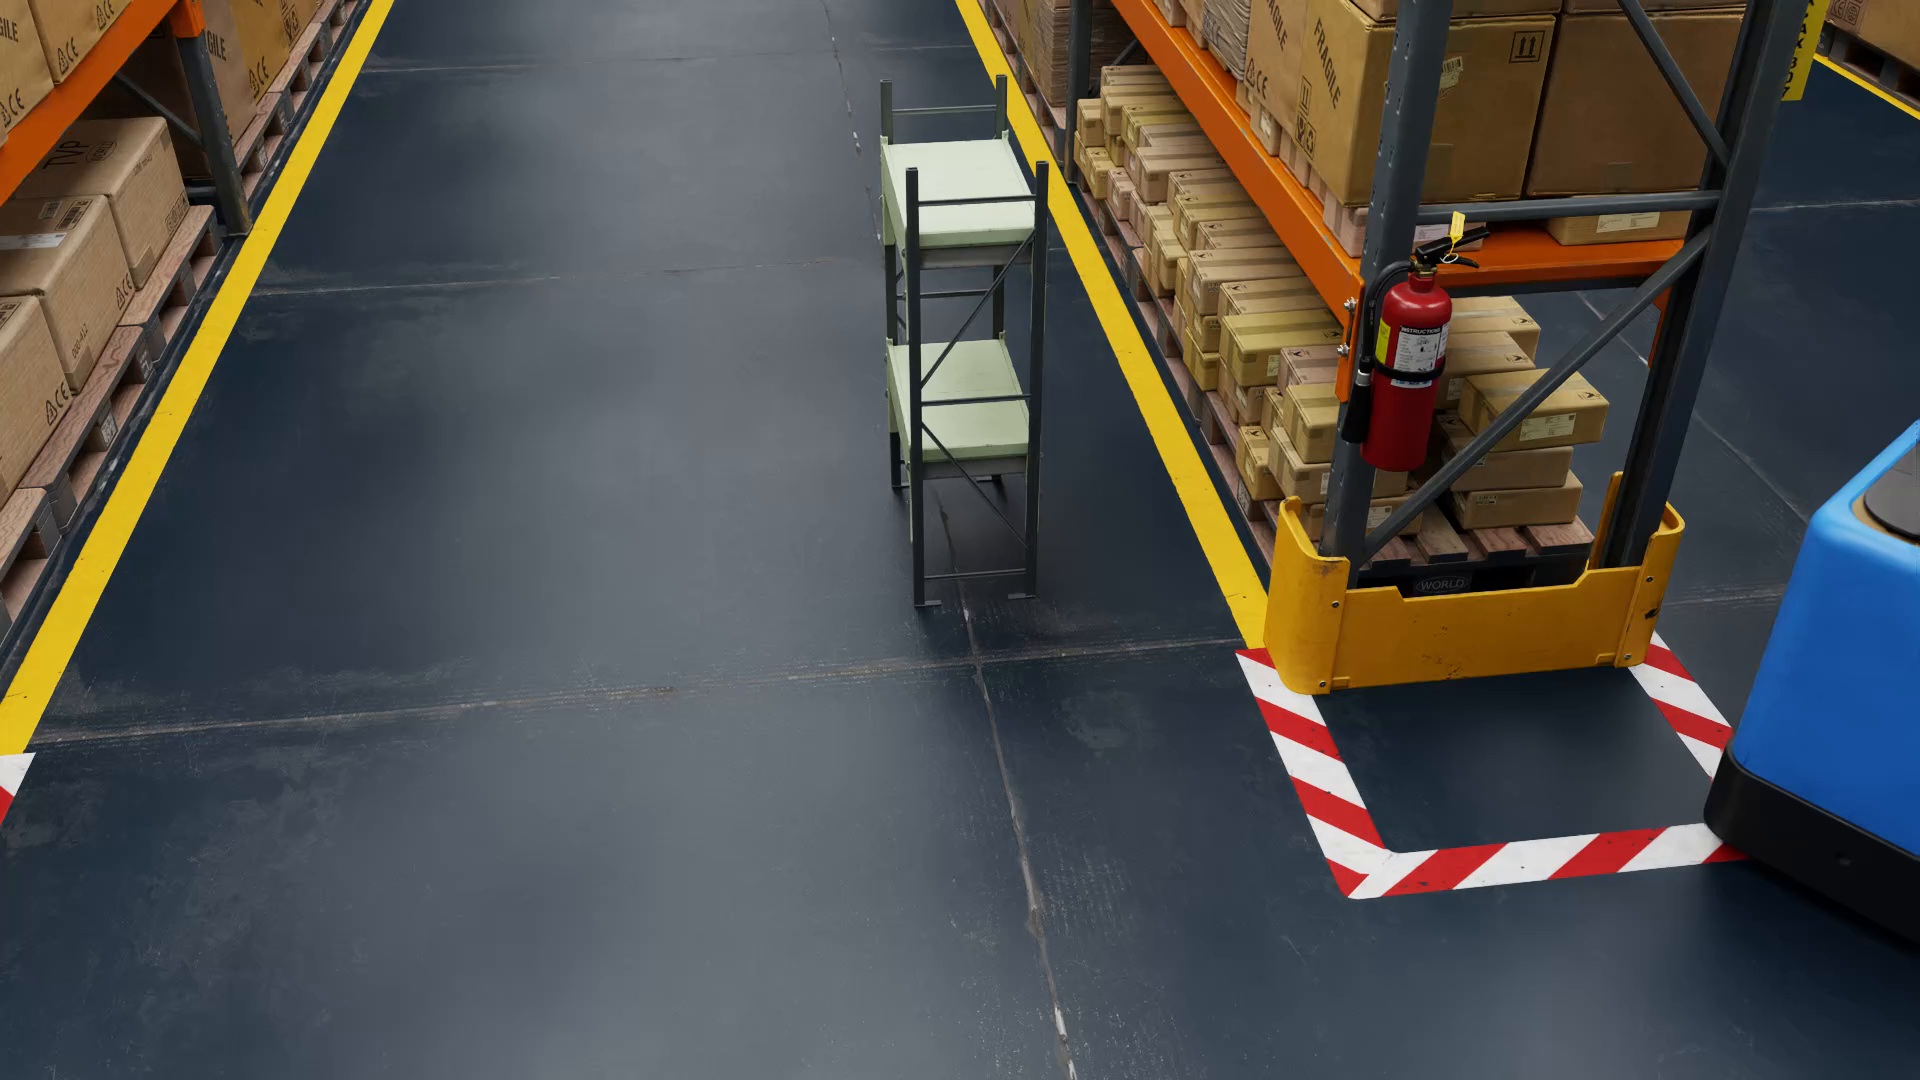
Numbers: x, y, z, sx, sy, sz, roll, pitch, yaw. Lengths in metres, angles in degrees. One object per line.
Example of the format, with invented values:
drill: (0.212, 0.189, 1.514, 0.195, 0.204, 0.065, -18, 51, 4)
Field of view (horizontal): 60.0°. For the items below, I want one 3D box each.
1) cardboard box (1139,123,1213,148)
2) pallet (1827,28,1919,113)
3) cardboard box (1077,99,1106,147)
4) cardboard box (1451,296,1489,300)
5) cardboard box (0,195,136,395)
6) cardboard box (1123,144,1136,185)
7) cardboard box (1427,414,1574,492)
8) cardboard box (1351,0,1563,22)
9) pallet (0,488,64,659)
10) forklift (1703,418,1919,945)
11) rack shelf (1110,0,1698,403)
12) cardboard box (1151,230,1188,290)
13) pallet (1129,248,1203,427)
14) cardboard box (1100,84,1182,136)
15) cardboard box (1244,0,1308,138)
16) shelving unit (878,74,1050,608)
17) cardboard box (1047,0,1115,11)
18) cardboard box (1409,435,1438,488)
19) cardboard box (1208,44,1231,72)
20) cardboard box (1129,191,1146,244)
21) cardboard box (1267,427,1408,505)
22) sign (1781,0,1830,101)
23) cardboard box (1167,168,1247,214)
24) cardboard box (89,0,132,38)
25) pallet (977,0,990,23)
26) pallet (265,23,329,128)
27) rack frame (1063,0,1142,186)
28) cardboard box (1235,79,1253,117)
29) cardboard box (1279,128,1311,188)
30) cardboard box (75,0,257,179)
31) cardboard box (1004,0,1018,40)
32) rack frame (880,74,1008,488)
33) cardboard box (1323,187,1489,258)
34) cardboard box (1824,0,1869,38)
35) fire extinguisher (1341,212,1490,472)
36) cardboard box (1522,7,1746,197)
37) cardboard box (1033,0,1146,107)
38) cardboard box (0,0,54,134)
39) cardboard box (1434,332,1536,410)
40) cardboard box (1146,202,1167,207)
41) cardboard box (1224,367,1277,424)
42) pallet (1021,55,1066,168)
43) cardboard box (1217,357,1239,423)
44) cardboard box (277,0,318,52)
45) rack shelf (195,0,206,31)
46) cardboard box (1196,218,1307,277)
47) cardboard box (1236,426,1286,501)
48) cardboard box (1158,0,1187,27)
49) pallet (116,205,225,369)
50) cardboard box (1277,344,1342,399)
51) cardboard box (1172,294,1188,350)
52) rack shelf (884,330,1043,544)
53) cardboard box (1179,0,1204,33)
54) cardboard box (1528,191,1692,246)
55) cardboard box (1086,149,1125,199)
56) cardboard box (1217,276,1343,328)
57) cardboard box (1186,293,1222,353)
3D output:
cardboard box: (0.990, -1.687, 7.192, 0.380, 0.149, 0.250, -5, 35, -8)
pallet: (5.780, -2.685, 9.502, 1.003, 0.211, 1.213, -4, 35, -6)
cardboard box: (0.762, -1.985, 7.893, 0.380, 0.149, 0.250, -3, 34, -4)
cardboard box: (1.655, -0.847, 5.960, 0.380, 0.149, 0.250, -6, 35, -9)
cardboard box: (-3.762, -0.918, 6.336, 0.875, 0.438, 0.875, -5, 35, -8)
cardboard box: (0.953, -1.717, 7.501, 0.380, 0.149, 0.250, -5, 35, -7)
cardboard box: (1.752, -0.291, 5.408, 0.380, 0.149, 0.250, -3, 34, -4)
cardboard box: (1.260, -1.675, 4.303, 0.500, 0.500, 0.500, -5, 35, -7)
pallet: (-3.509, 0.283, 5.148, 1.003, 0.211, 1.213, -4, 35, -6)
forklift: (3.426, -0.765, 4.270, 3.031, 2.935, 1.130, -29, 43, -35)
rack shelf: (1.299, -1.680, 6.190, 1.077, 0.370, 4.000, -4, 35, -6)
cardboard box: (0.979, -1.126, 6.633, 0.380, 0.149, 0.250, -4, 34, -6)
pallet: (1.323, -0.886, 6.863, 1.003, 0.211, 1.213, -4, 35, -6)
cardboard box: (0.849, -1.968, 7.605, 0.380, 0.149, 0.250, -3, 34, -4)
cardboard box: (1.188, -1.544, 4.999, 0.500, 0.500, 0.500, -5, 35, -7)
shelving unit: (-0.001, -0.623, 5.333, 0.431, 1.500, 0.755, -4, 35, -6)
cardboard box: (0.679, -2.940, 8.581, 0.500, 0.250, 0.500, -5, 35, -8)
cardboard box: (1.698, -0.313, 5.704, 0.380, 0.149, 0.250, -5, 35, -7)
cardboard box: (1.106, -1.790, 5.936, 0.380, 0.149, 0.250, -4, 34, -6)
cardboard box: (0.965, -1.440, 7.358, 0.380, 0.149, 0.250, -5, 35, -7)
cardboard box: (1.214, -0.252, 5.351, 0.380, 0.149, 0.250, -5, 35, -8)
sign: (2.106, -1.260, 4.166, 0.100, 0.325, 0.005, -4, 35, -6)
cardboard box: (1.062, -1.393, 6.761, 0.380, 0.149, 0.250, -6, 35, -8)
cardboard box: (-3.471, -2.177, 6.192, 0.500, 0.500, 0.500, -5, 35, -8)
pallet: (0.596, -3.737, 11.046, 1.003, 0.211, 1.213, -4, 35, -6)
pallet: (-4.207, -2.617, 9.402, 1.003, 0.211, 1.213, -4, 35, -6)
rack frame: (1.030, -3.093, 7.625, 1.000, 3.000, 0.127, -4, 35, -6)
cardboard box: (1.135, -1.488, 5.493, 0.380, 0.149, 0.250, -6, 35, -8)
cardboard box: (1.199, -1.198, 5.067, 0.380, 0.149, 0.250, -5, 35, -7)
cardboard box: (-4.024, -2.297, 7.971, 0.875, 0.875, 0.875, -3, 34, -5)
cardboard box: (0.547, -3.200, 9.629, 0.500, 0.500, 0.500, -5, 35, -7)
rack frame: (-0.050, -0.828, 5.633, 0.400, 1.500, 0.023, -4, 35, -6)
cardboard box: (1.244, -0.918, 4.656, 0.380, 0.149, 0.250, -4, 35, -6)
cardboard box: (5.731, -3.562, 9.827, 1.225, 0.875, 0.875, -6, 35, -8)
fire extinguisher: (1.144, -0.499, 4.219, 0.296, 0.674, 0.183, -4, 35, -6)
cardboard box: (1.781, -1.297, 4.636, 0.500, 0.500, 0.500, -3, 34, -4)
cardboard box: (0.681, -2.628, 8.789, 0.500, 0.500, 0.500, -5, 35, -7)
cardboard box: (-3.334, -1.604, 5.351, 0.500, 0.500, 0.500, -3, 34, -5)
cardboard box: (1.678, -0.565, 5.546, 0.380, 0.149, 0.250, -4, 34, -6)
cardboard box: (1.000, -1.411, 7.051, 0.380, 0.149, 0.250, -3, 34, -4)
cardboard box: (1.142, -0.542, 5.776, 0.380, 0.149, 0.250, -6, 35, -8)
pallet: (0.924, -2.375, 9.048, 1.003, 0.211, 1.213, -4, 35, -6)
cardboard box: (1.159, -0.561, 6.068, 0.380, 0.149, 0.250, -4, 34, -6)
cardboard box: (-4.273, -3.300, 9.442, 0.875, 0.875, 0.875, -4, 34, -6)
rack shelf: (-4.131, -3.480, 8.832, 1.077, 0.370, 4.000, -4, 35, -6)
cardboard box: (1.119, -1.108, 6.343, 0.380, 0.149, 0.250, -5, 35, -8)
cardboard box: (1.155, -0.270, 5.641, 0.380, 0.149, 0.250, -3, 34, -5)
cardboard box: (0.969, -2.075, 6.354, 0.380, 0.149, 0.250, -3, 34, -4)
pallet: (-3.837, -1.079, 7.146, 1.003, 0.211, 1.213, -4, 35, -6)
cardboard box: (1.269, -0.523, 5.484, 0.380, 0.149, 0.250, -4, 34, -5)
cardboard box: (1.046, -0.852, 6.496, 0.380, 0.149, 0.250, -4, 34, -5)
rack shelf: (-0.001, -0.354, 5.517, 0.431, 0.370, 0.720, -4, 35, -6)
cardboard box: (1.054, -2.105, 5.823, 0.500, 0.500, 0.500, -3, 34, -4)
cardboard box: (1.849, -0.963, 4.722, 0.380, 0.149, 0.250, -5, 35, -7)
cardboard box: (0.796, -1.712, 7.758, 0.380, 0.149, 0.250, -3, 34, -5)
cardboard box: (1.136, -0.807, 5.901, 0.380, 0.149, 0.250, -6, 35, -8)
cardboard box: (1.060, -0.830, 6.199, 0.380, 0.149, 0.250, -4, 34, -6)
